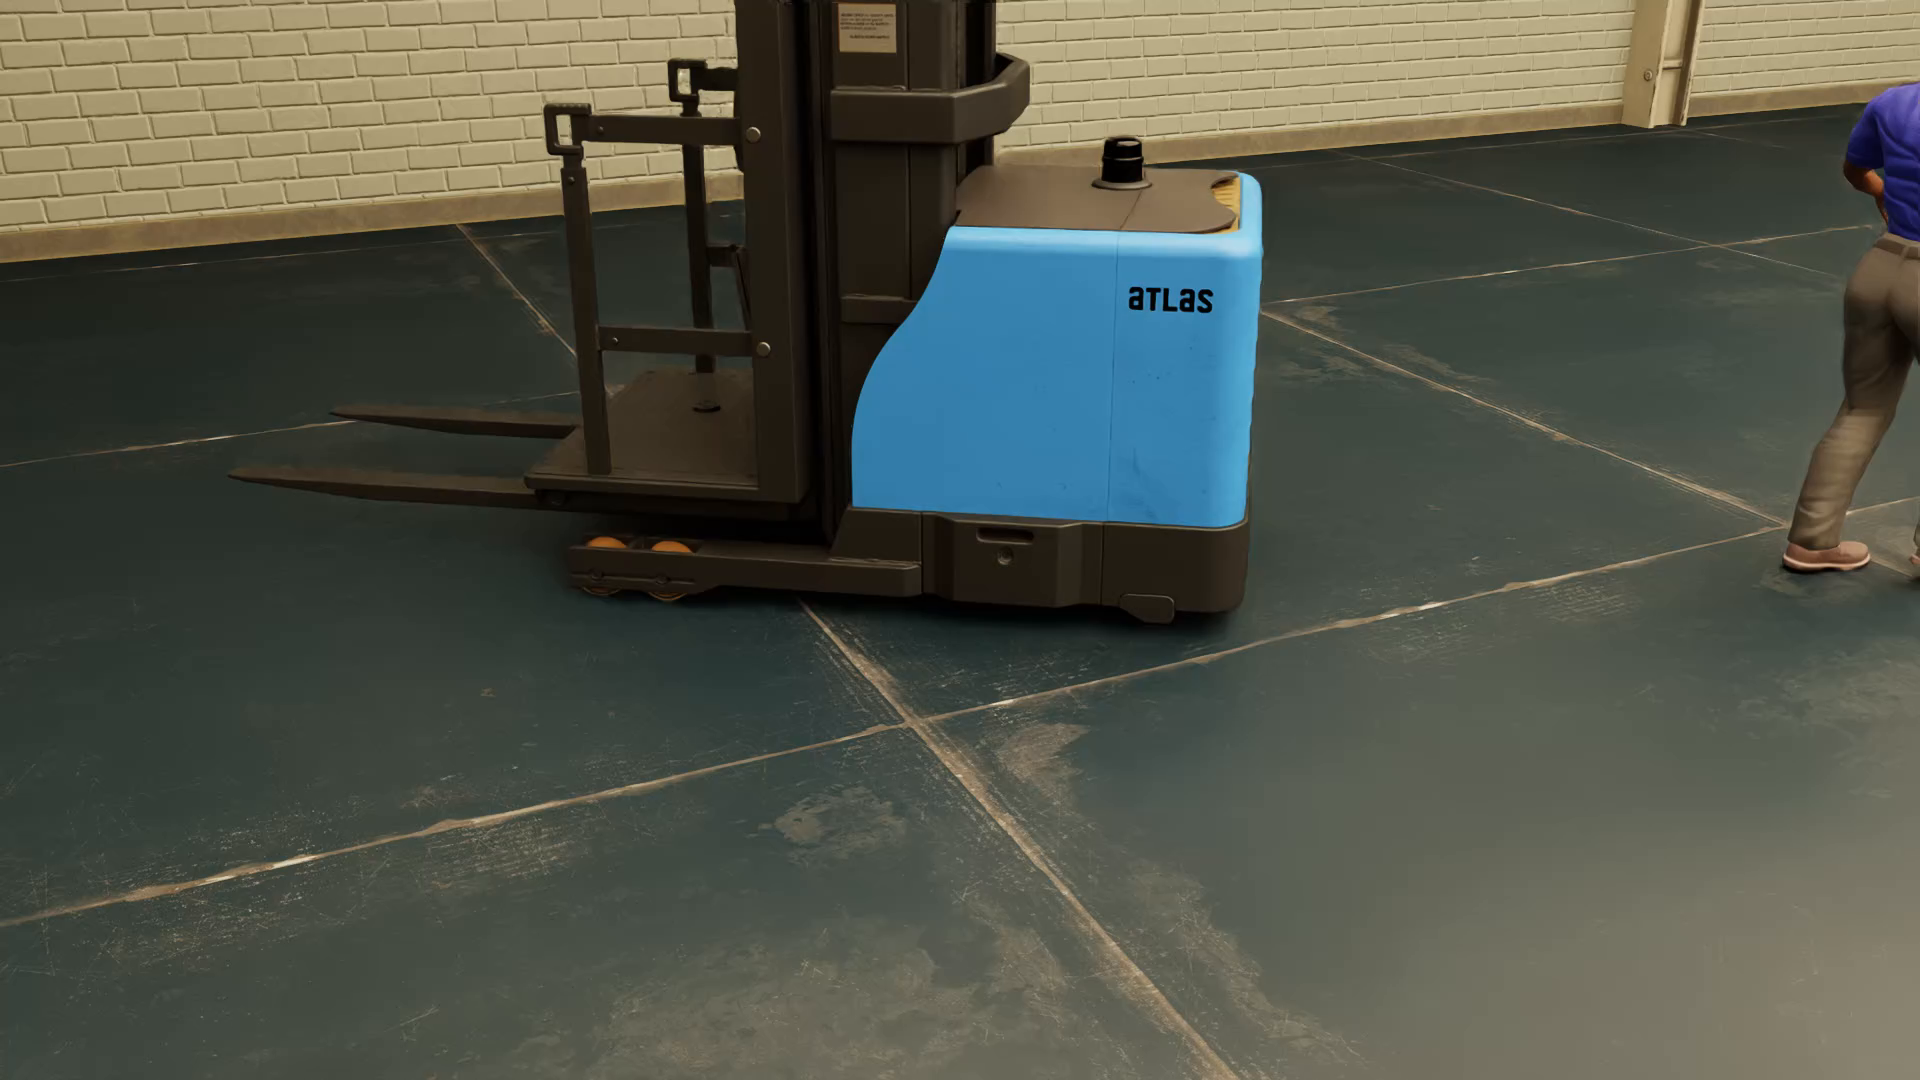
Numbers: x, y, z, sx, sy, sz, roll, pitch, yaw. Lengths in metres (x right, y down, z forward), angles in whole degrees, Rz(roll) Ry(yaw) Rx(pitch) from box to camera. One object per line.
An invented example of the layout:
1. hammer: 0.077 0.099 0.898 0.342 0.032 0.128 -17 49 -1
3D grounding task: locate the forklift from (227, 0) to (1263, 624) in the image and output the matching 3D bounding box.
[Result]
1. forklift: -0.658 -1.377 4.601 3.031 2.935 1.130 4 23 8

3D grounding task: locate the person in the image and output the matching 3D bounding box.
1. person: 2.743 -0.645 4.604 0.614 1.676 0.915 -8 24 -19
